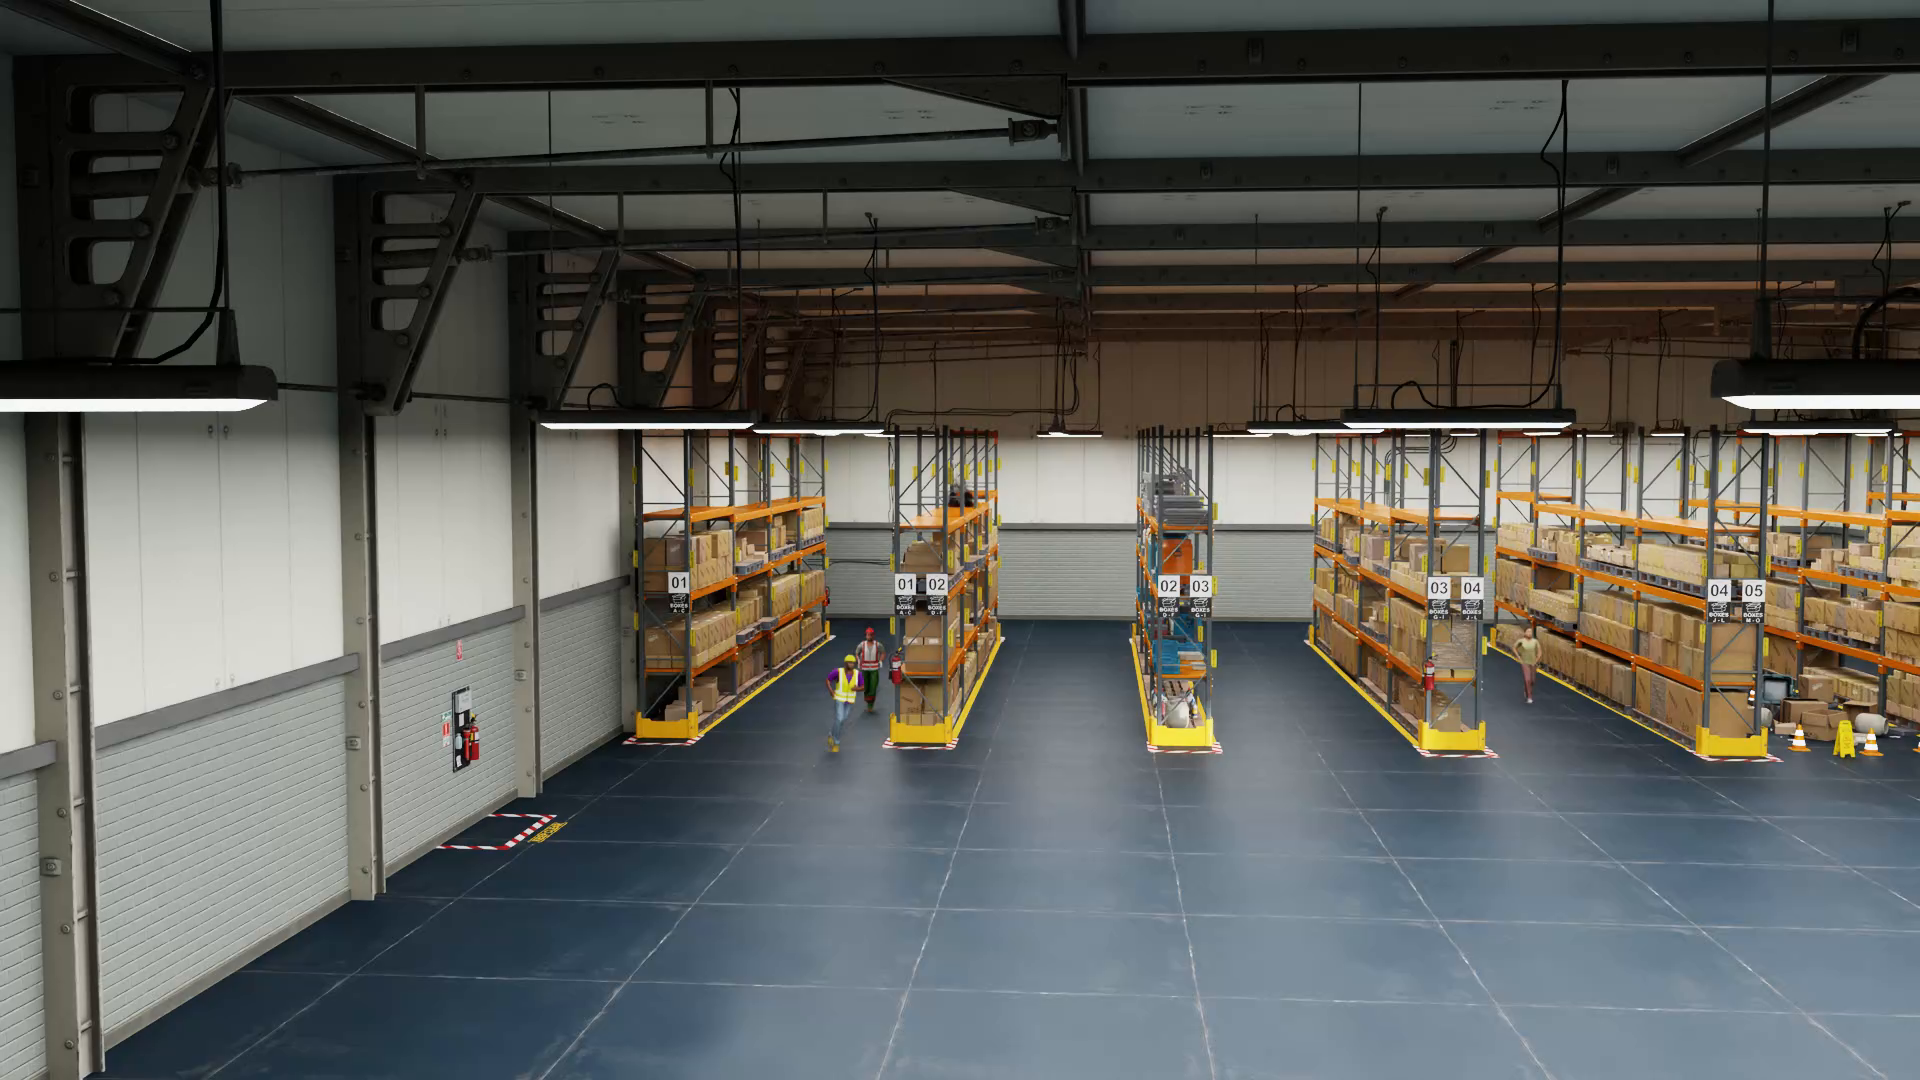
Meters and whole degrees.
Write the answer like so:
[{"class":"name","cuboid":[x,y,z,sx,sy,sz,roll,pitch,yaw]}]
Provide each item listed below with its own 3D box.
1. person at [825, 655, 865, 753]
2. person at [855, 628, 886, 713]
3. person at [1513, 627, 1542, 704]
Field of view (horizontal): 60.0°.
[{"class":"person","cuboid":[-2.152,3.016,30.904,0.758,1.778,0.783,-2,4,-27]},{"class":"person","cuboid":[-1.900,2.739,35.139,0.639,1.759,0.785,0,3,-4]},{"class":"person","cuboid":[12.416,2.712,36.383,0.593,1.651,0.790,0,3,4]}]
